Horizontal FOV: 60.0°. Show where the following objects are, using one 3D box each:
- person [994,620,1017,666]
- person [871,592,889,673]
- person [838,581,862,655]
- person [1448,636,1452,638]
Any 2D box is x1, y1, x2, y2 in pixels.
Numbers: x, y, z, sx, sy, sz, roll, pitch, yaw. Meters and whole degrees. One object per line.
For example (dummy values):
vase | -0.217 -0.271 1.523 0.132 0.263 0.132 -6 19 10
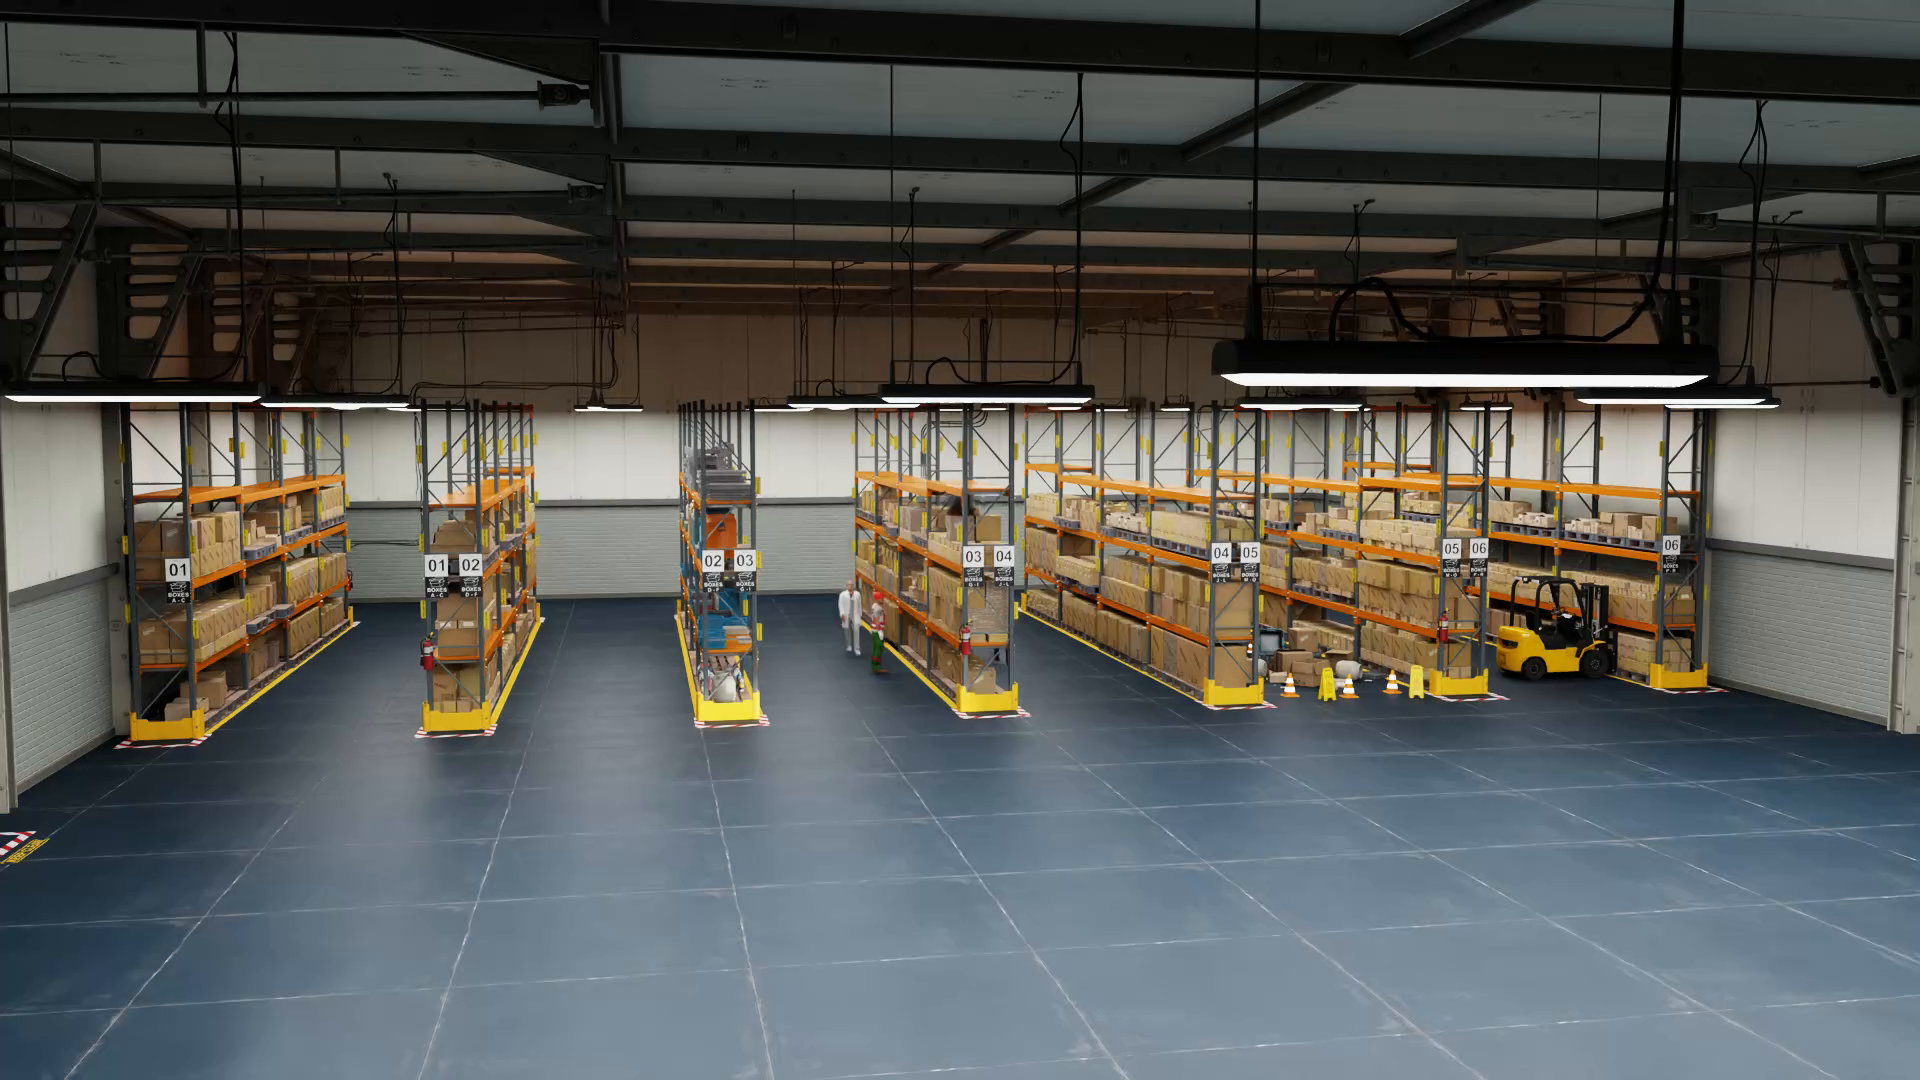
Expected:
person | 1.011 2.063 37.941 0.576 1.599 0.946 -1 4 -8
person | -1.775 2.039 36.798 0.374 1.791 0.640 -1 4 -8
person | -2.612 1.834 39.647 0.576 1.728 1.049 0 4 -6
person | 11.188 1.963 38.147 0.453 1.758 0.603 1 4 15
